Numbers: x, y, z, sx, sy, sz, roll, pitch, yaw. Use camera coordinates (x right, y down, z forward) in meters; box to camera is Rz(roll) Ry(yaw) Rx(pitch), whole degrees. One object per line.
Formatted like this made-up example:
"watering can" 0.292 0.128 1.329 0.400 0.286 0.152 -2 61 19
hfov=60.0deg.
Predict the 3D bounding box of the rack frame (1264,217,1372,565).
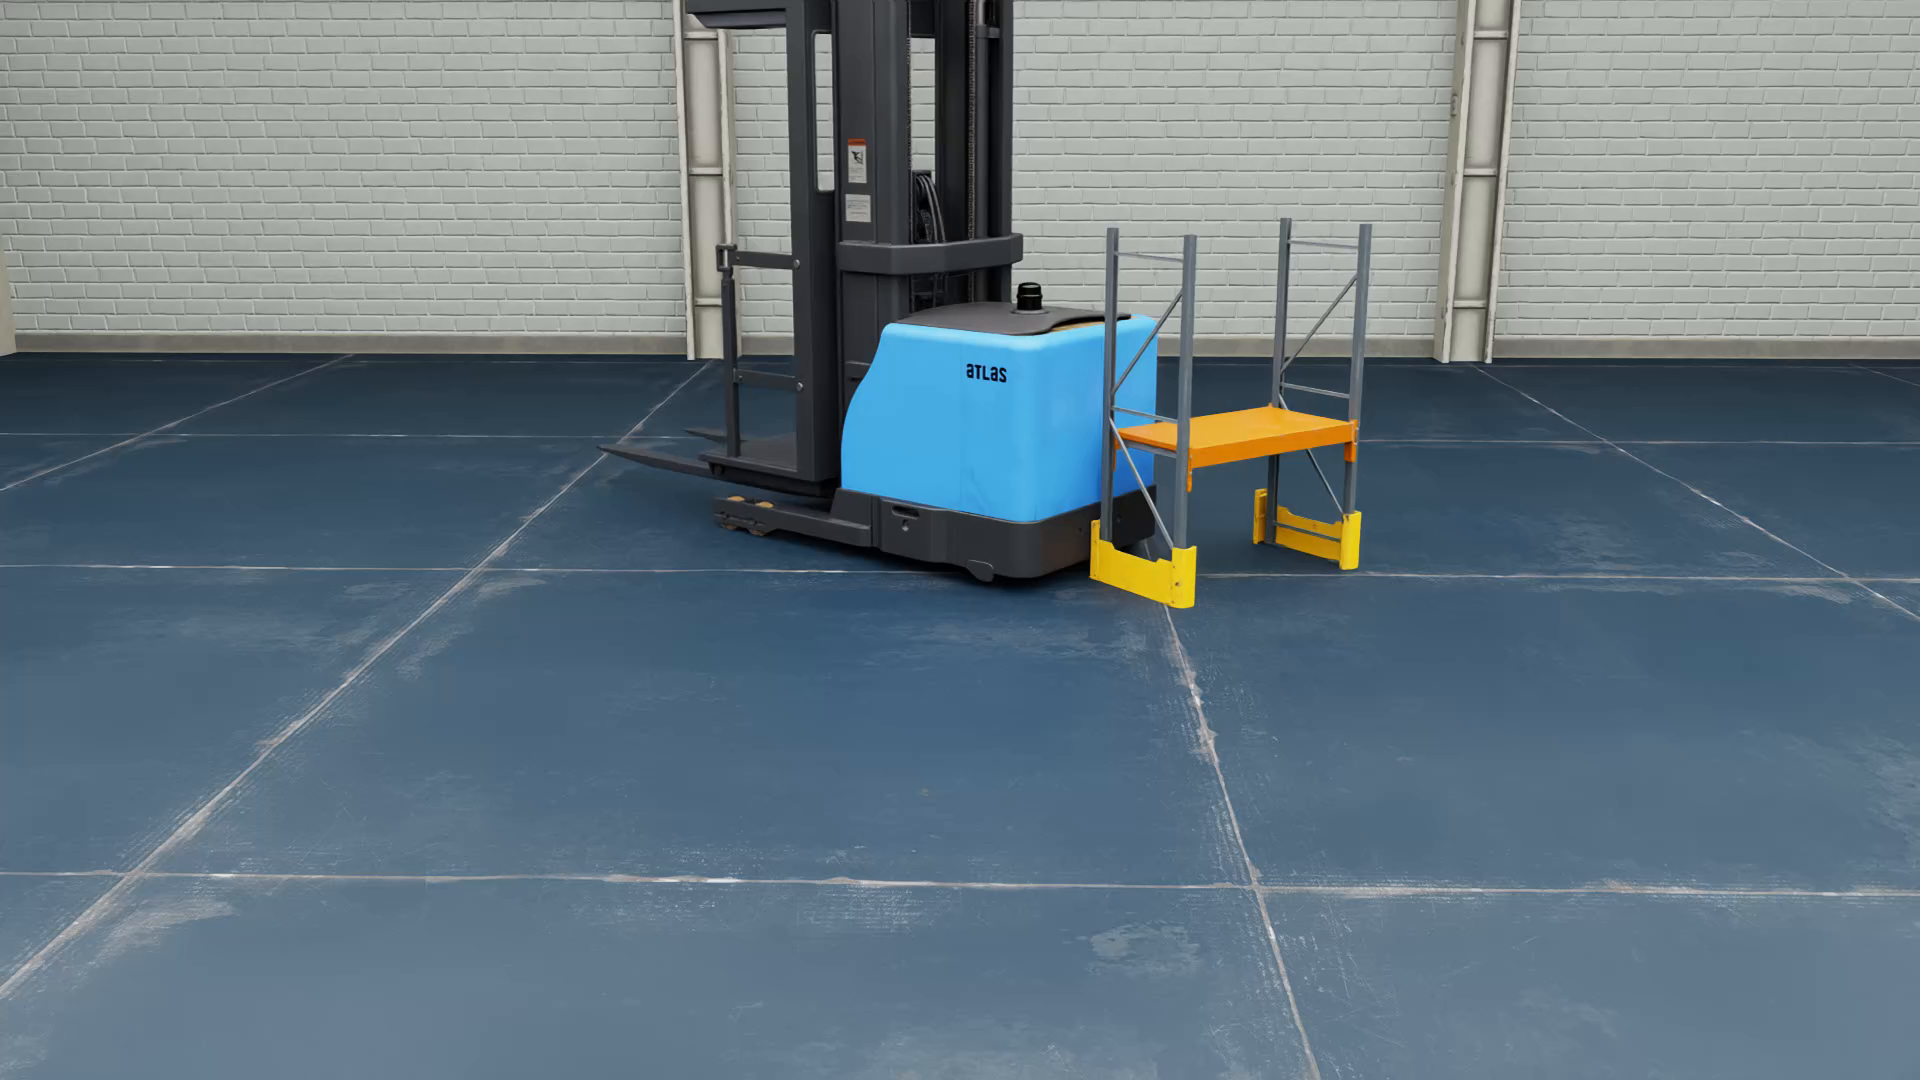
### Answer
"rack frame" 1.584 -0.661 7.404 0.032 1.500 0.500 -10 18 -35

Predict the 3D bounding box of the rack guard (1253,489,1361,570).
"rack guard" 1.568 -0.053 7.553 0.087 0.250 0.587 -10 18 -35

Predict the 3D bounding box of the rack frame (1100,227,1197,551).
"rack frame" 0.761 -0.508 6.827 0.032 1.500 0.500 -10 18 -35

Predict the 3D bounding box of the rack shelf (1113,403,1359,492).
"rack shelf" 1.173 -0.411 7.161 1.000 0.185 0.538 -10 18 -35

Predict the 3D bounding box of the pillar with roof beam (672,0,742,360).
"pillar with roof beam" -2.092 -4.734 8.145 0.400 9.000 9.100 0 15 1

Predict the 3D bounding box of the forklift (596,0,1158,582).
"forklift" -0.561 -1.524 7.871 3.031 2.935 1.130 12 19 38

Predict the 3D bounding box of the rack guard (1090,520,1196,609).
"rack guard" 0.762 0.096 6.987 0.087 0.250 0.587 -10 18 -35

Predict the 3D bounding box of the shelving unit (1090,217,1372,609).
"shelving unit" 1.165 -0.583 7.110 1.083 1.500 0.587 -10 18 -35

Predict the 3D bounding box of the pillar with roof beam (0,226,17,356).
"pillar with roof beam" -8.090 -4.773 8.293 0.400 9.000 9.100 0 15 1

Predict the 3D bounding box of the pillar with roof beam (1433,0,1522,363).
"pillar with roof beam" 3.906 -4.695 7.996 0.400 9.000 9.100 0 15 1
